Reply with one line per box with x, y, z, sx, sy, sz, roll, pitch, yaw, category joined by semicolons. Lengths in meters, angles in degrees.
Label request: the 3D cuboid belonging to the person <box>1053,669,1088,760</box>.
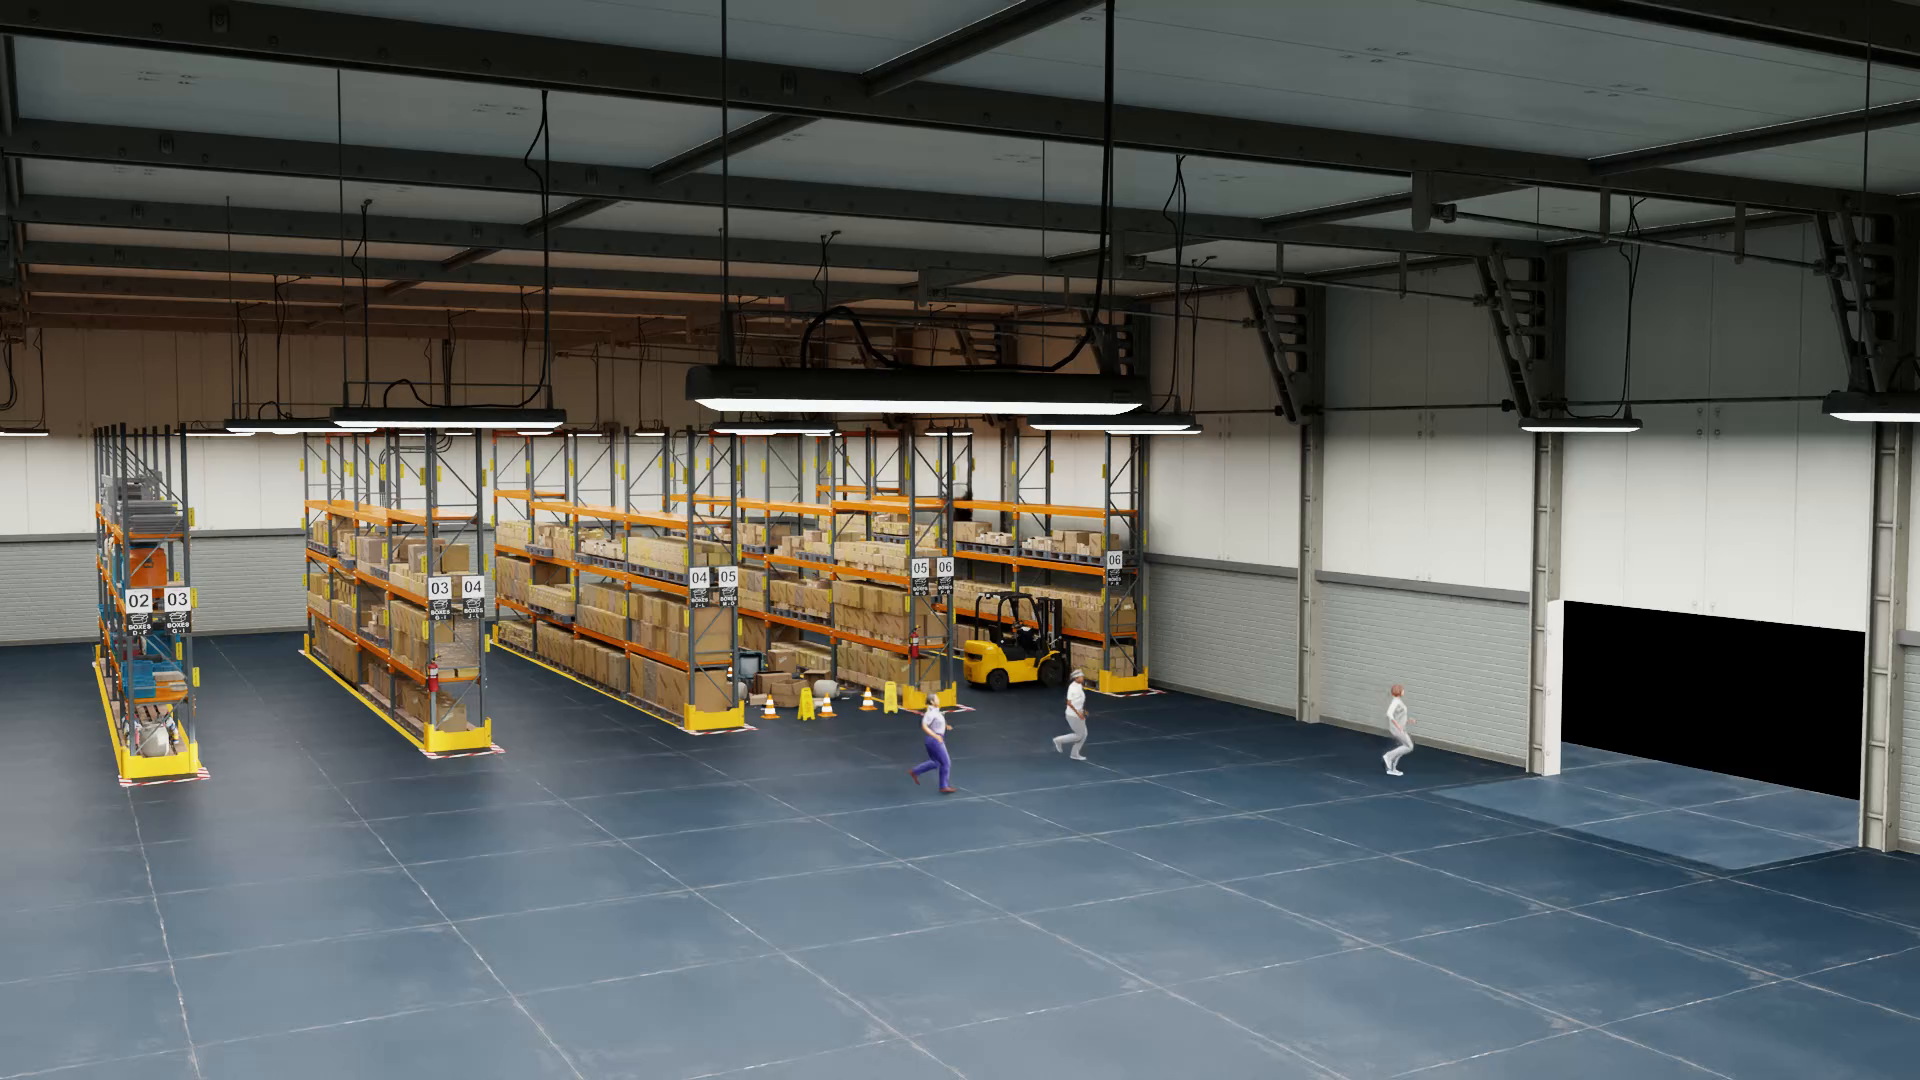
1.982;3.105;29.706;0.592;1.641;0.558;1;4;13;person

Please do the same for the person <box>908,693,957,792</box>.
-0.429;3.281;26.976;0.762;1.611;0.620;0;3;-1;person

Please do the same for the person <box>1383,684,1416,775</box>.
7.482;3.231;28.299;0.537;1.558;0.530;1;4;12;person
